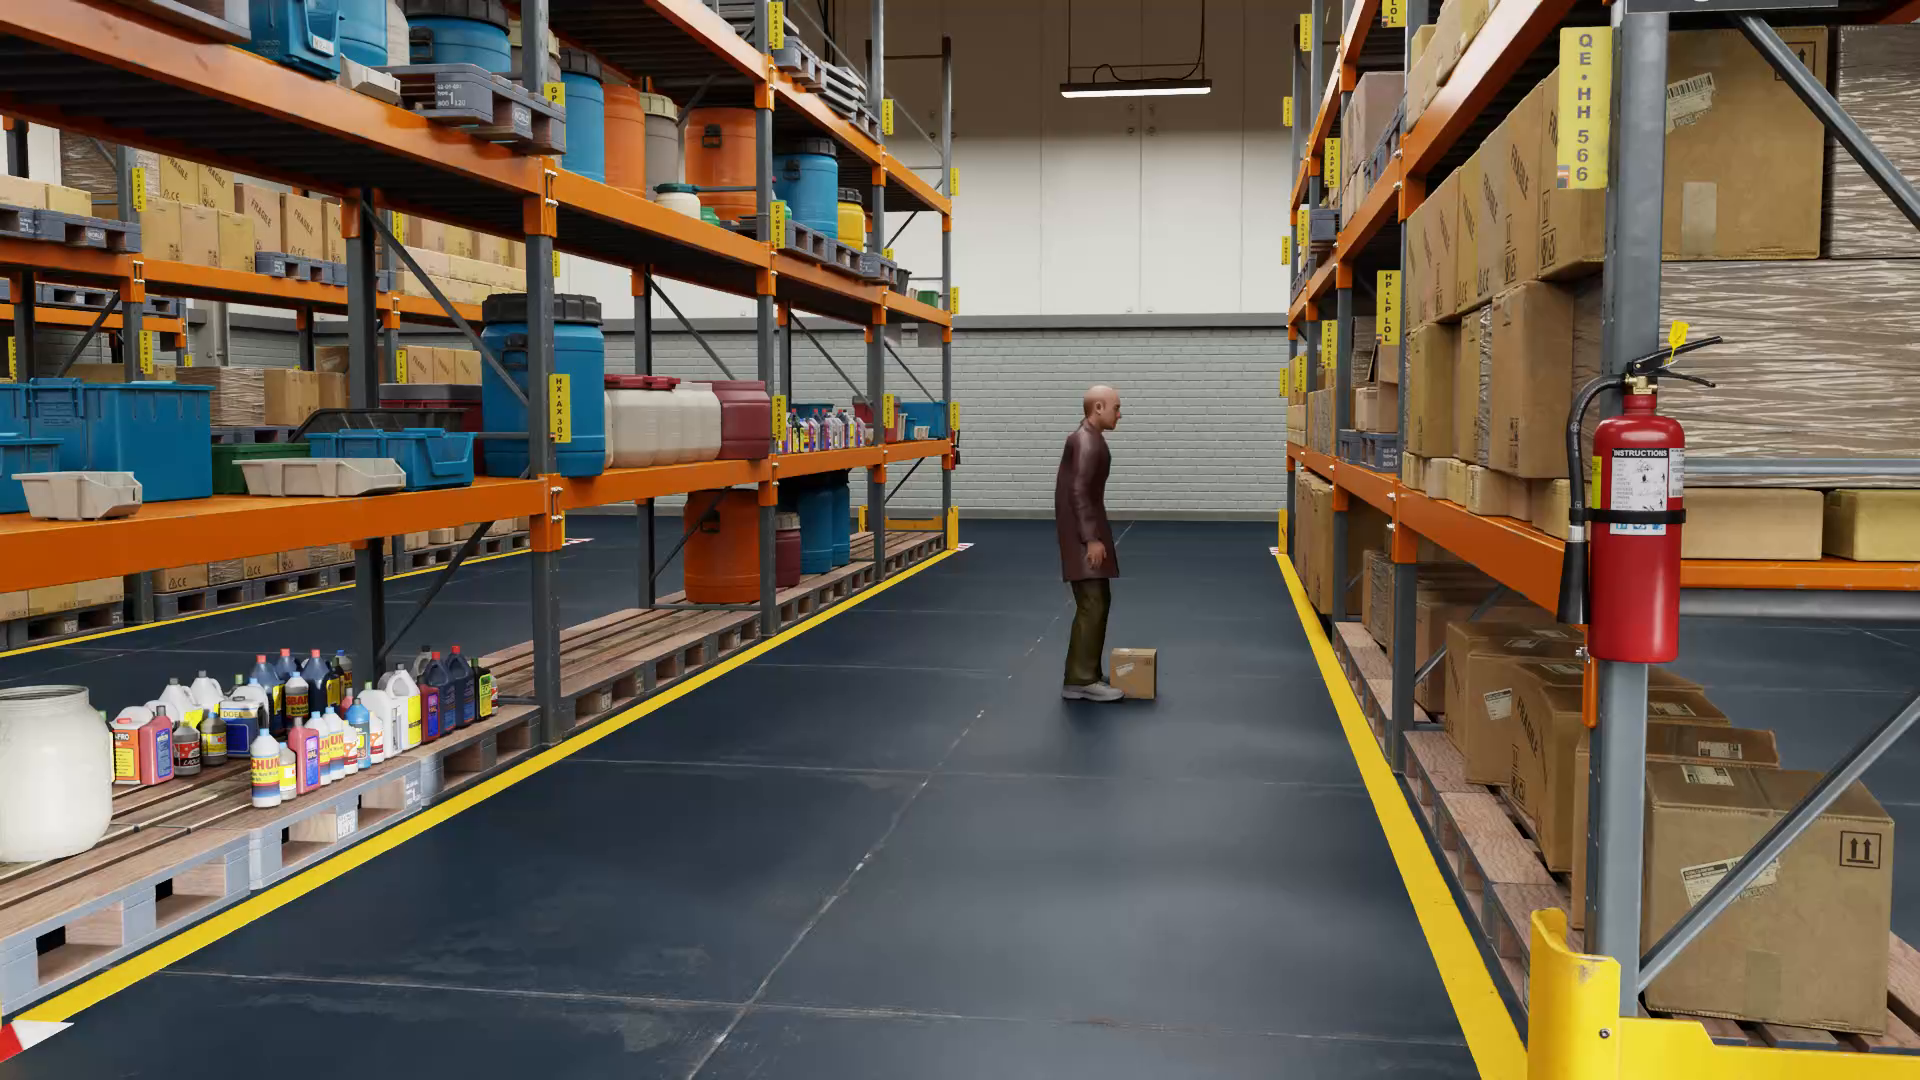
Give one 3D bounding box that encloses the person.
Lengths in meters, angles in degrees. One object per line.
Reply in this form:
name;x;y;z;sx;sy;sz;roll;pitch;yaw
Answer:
person;0.753;0.004;9.531;0.420;1.774;0.643;1;4;8
